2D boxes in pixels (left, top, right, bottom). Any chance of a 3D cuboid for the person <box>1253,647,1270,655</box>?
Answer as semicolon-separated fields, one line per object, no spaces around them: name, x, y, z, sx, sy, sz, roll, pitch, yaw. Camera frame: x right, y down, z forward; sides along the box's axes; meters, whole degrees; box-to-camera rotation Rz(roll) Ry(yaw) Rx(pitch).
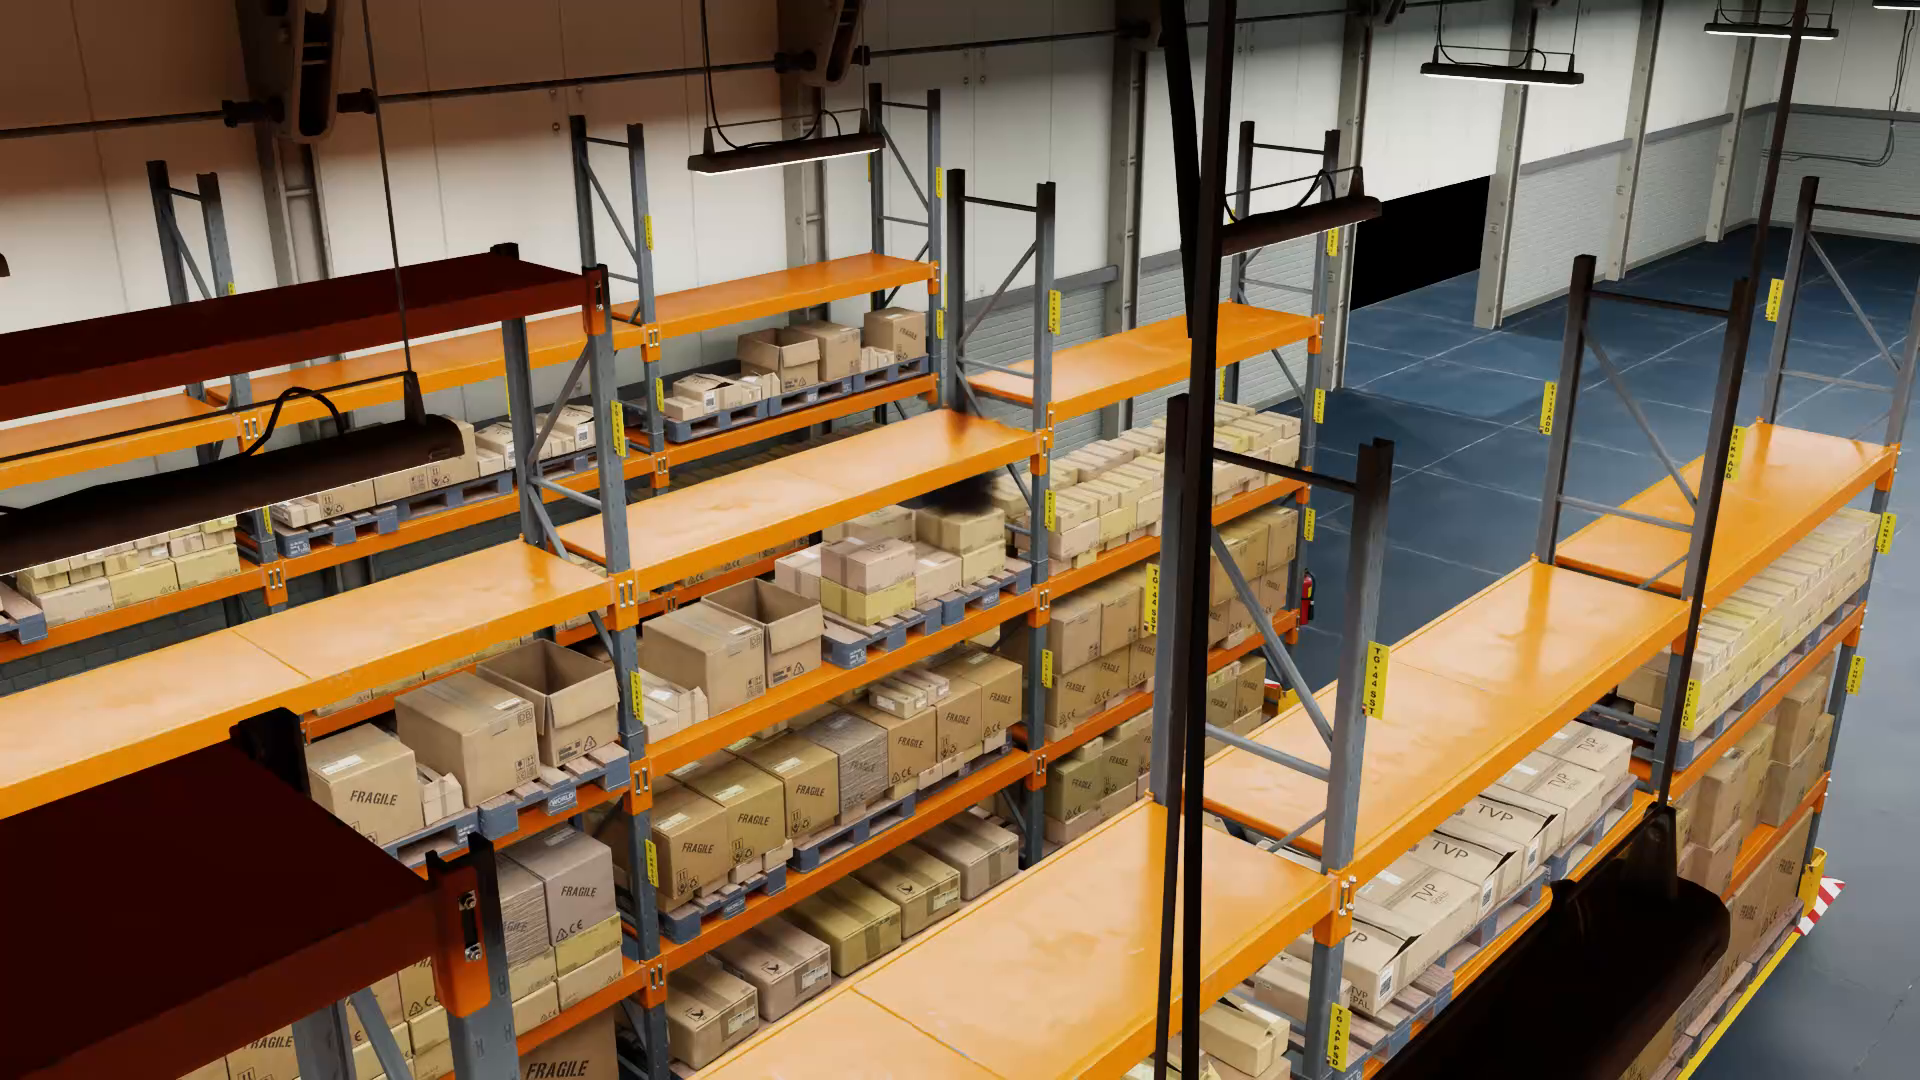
person;3.326;0.421;18.584;0.479;1.702;0.654;-16;26;-35
